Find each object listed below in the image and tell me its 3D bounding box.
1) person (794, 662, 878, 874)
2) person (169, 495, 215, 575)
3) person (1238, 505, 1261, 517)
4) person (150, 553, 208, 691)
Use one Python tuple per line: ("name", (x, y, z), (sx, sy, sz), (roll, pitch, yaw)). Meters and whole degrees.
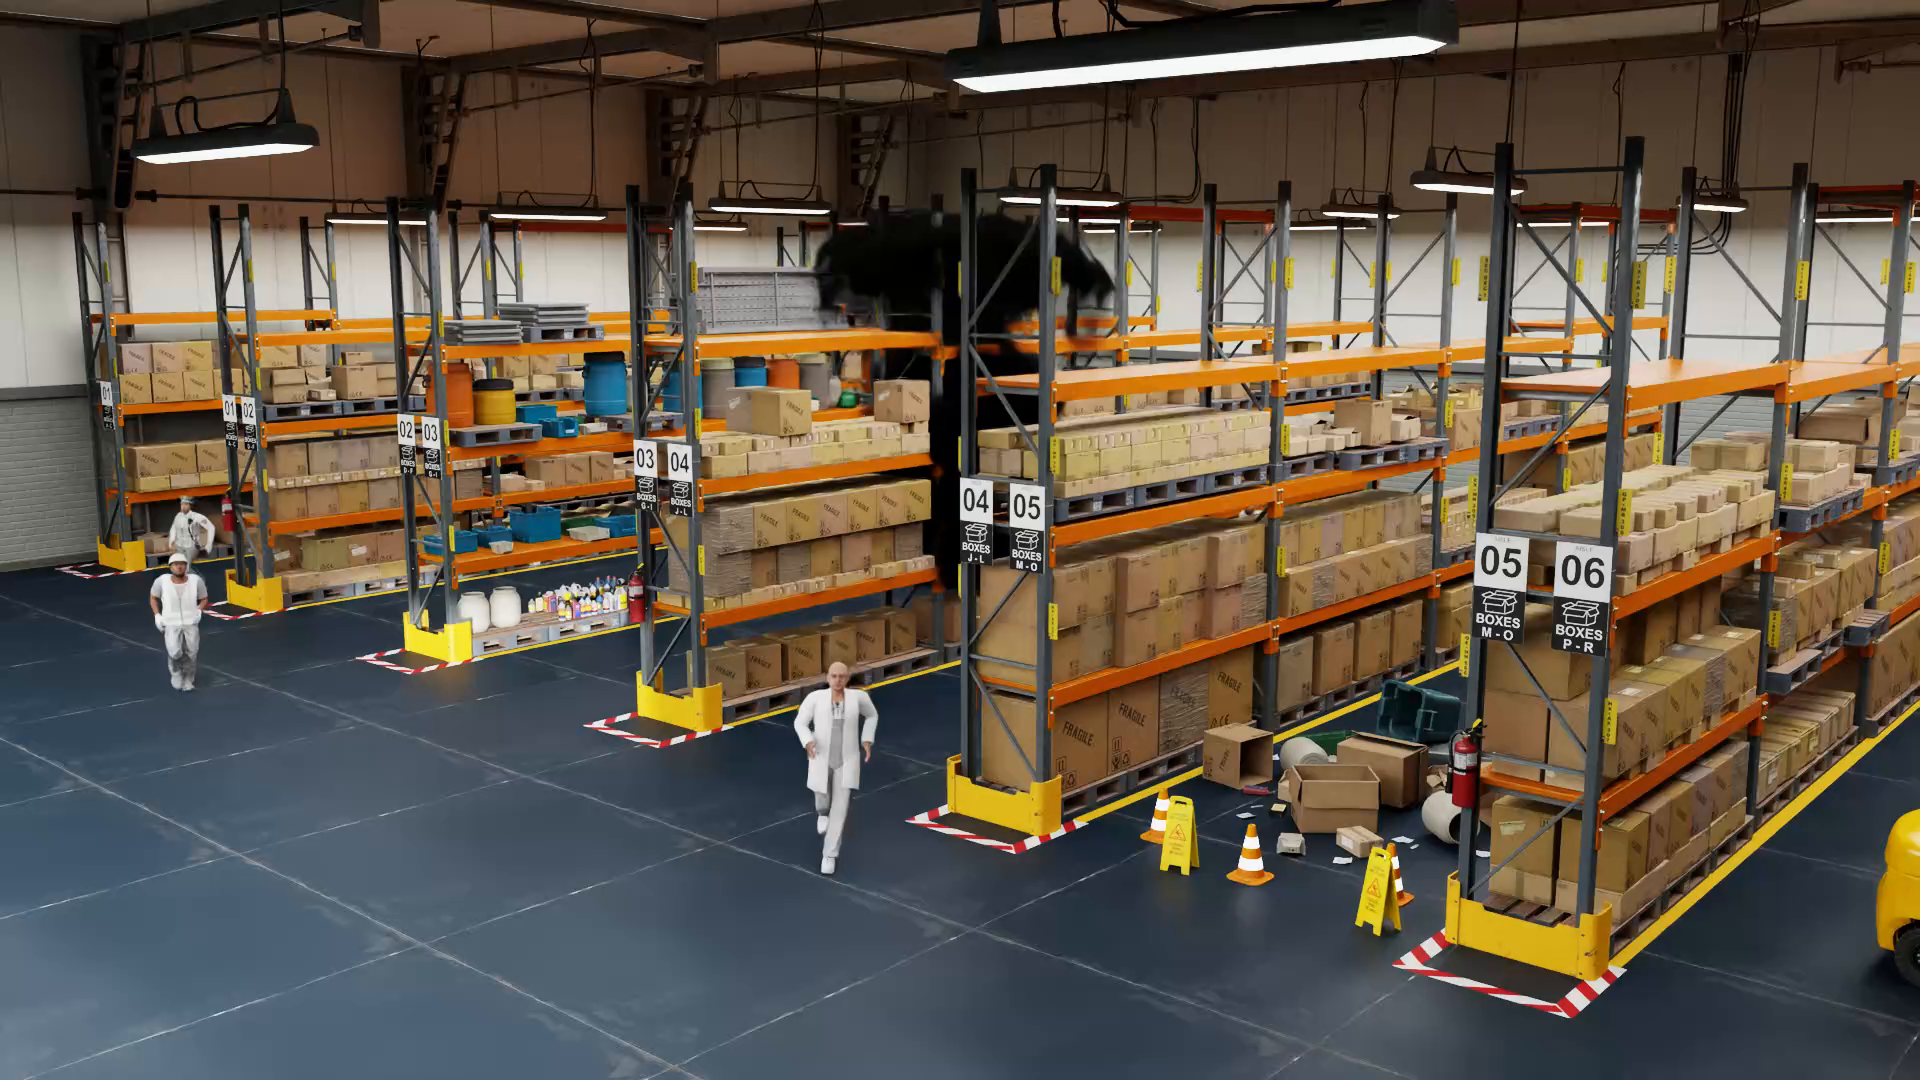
("person", (-1.073, 1.921, 14.503), (0.736, 1.757, 0.984), (-1, 10, -4))
("person", (-11.878, 0.108, 25.638), (0.665, 1.625, 0.582), (2, 10, 13))
("person", (4.347, 0.152, 25.077), (0.663, 1.739, 0.619), (8, 13, 41))
("person", (-9.370, 1.004, 20.027), (0.620, 1.718, 0.674), (-6, 11, -30))
